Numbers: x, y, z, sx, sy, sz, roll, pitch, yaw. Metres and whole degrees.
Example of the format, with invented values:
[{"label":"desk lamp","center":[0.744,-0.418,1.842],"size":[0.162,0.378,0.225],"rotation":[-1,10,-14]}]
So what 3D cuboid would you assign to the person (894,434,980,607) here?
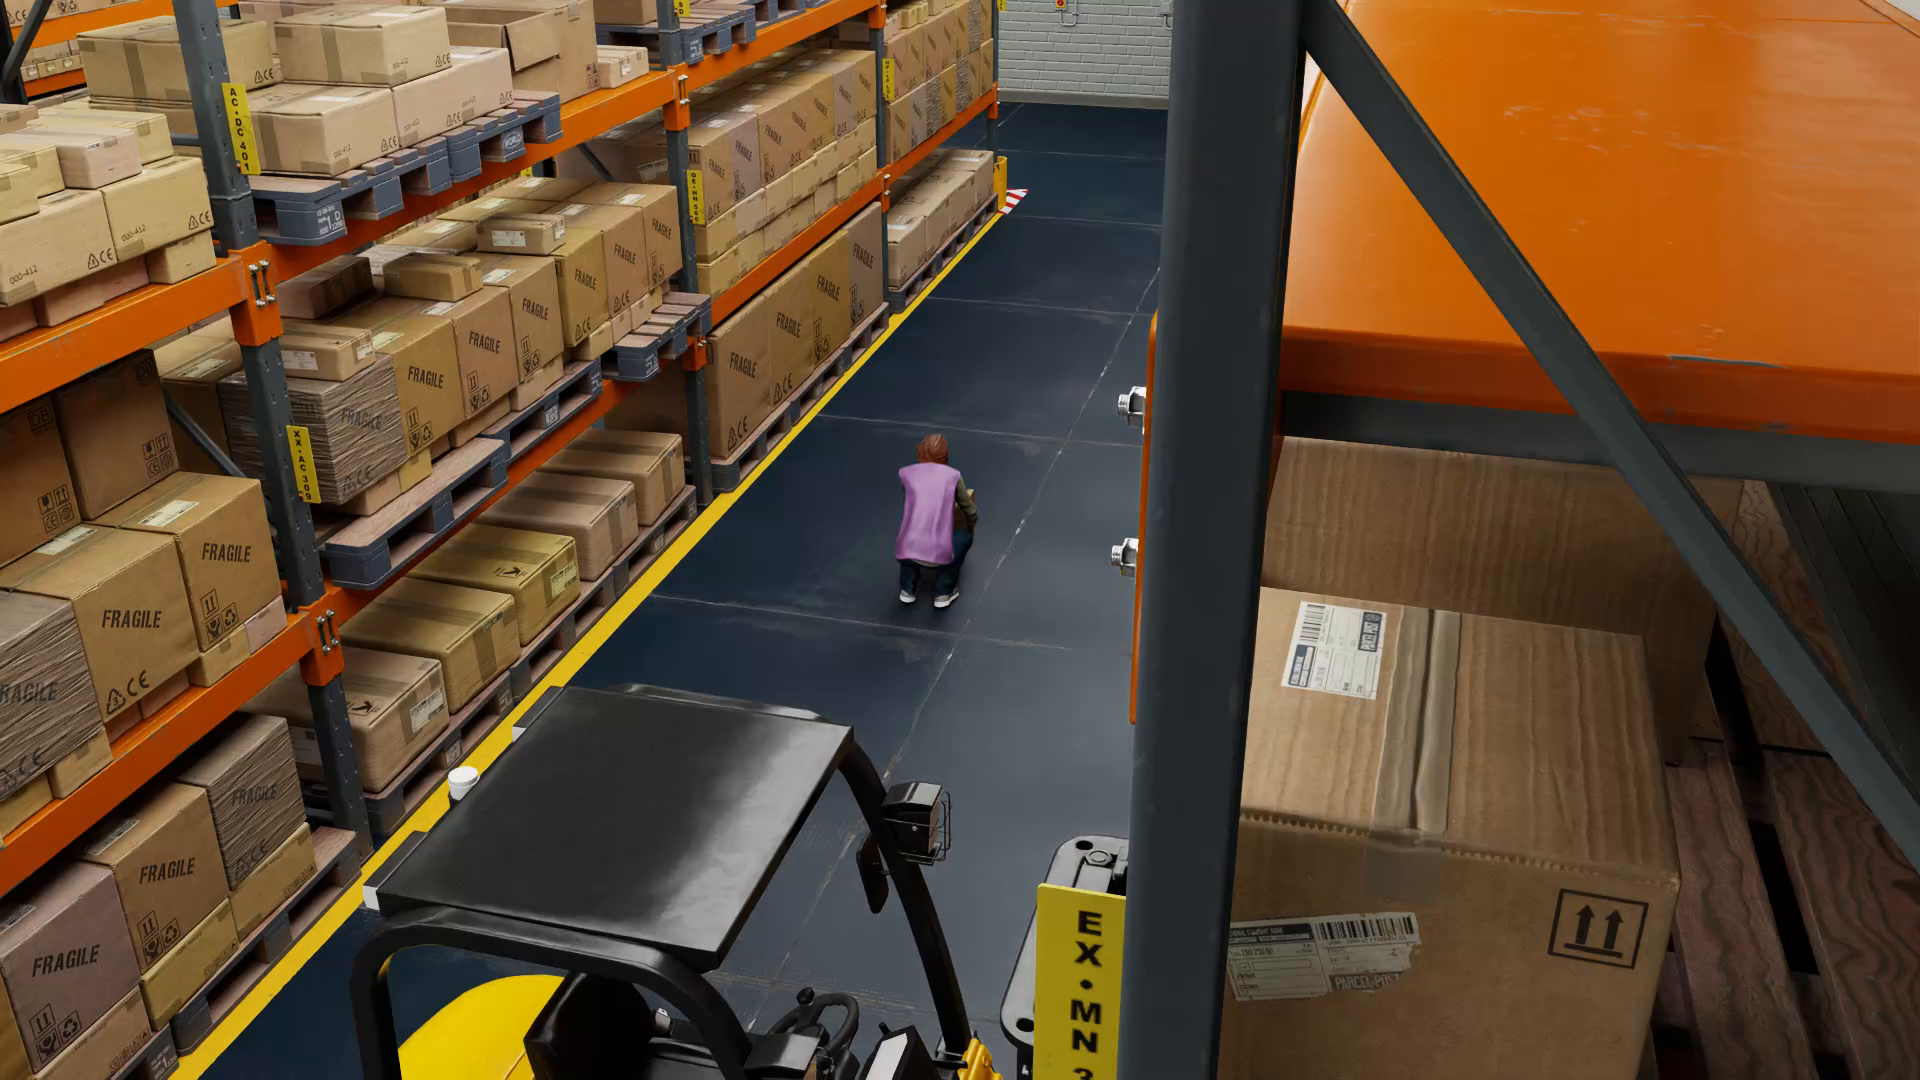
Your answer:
[{"label":"person","center":[-0.151,-0.111,9.691],"size":[0.453,0.880,0.808],"rotation":[6,26,13]}]
